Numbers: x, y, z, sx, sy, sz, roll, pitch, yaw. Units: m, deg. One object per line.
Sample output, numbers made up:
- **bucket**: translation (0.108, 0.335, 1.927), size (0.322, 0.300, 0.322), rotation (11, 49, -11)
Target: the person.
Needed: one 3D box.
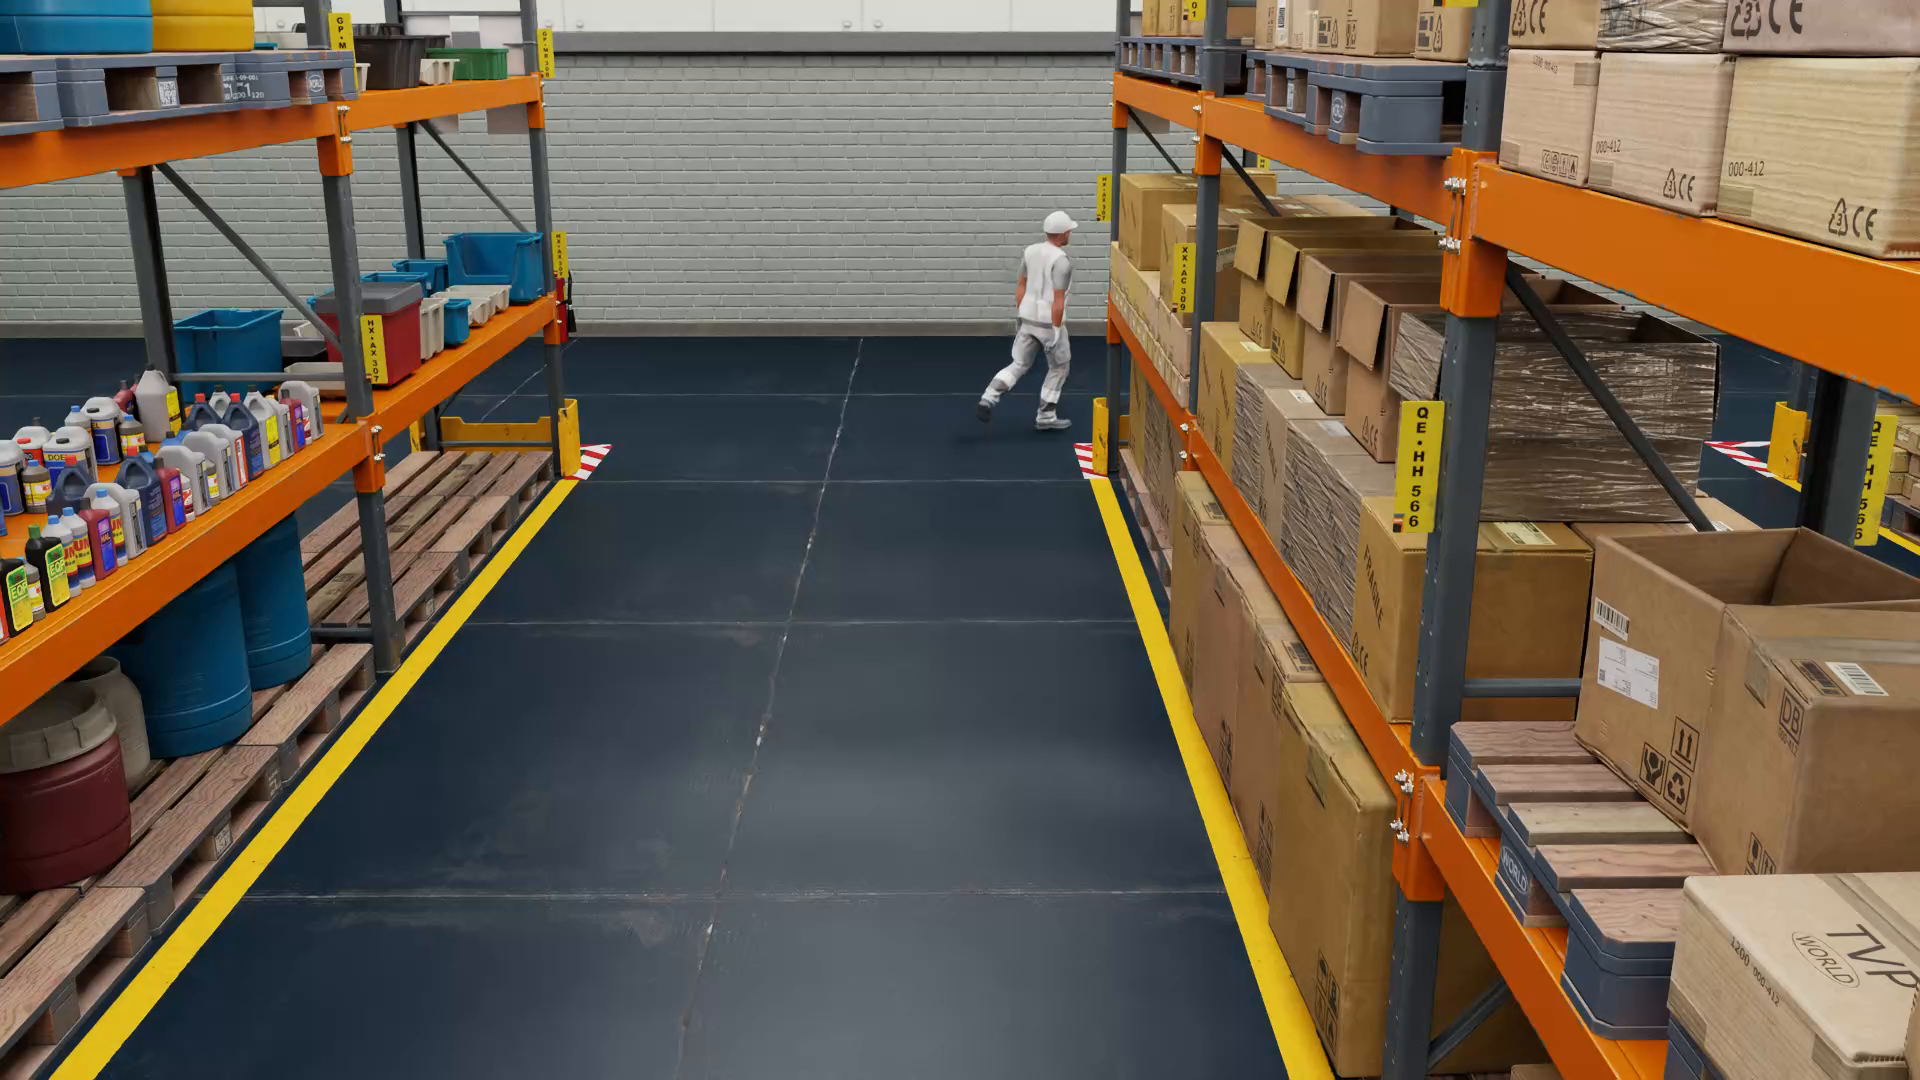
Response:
- **person**: translation (0.555, -1.700, 13.095), size (0.795, 1.749, 0.610), rotation (-13, 21, -37)
